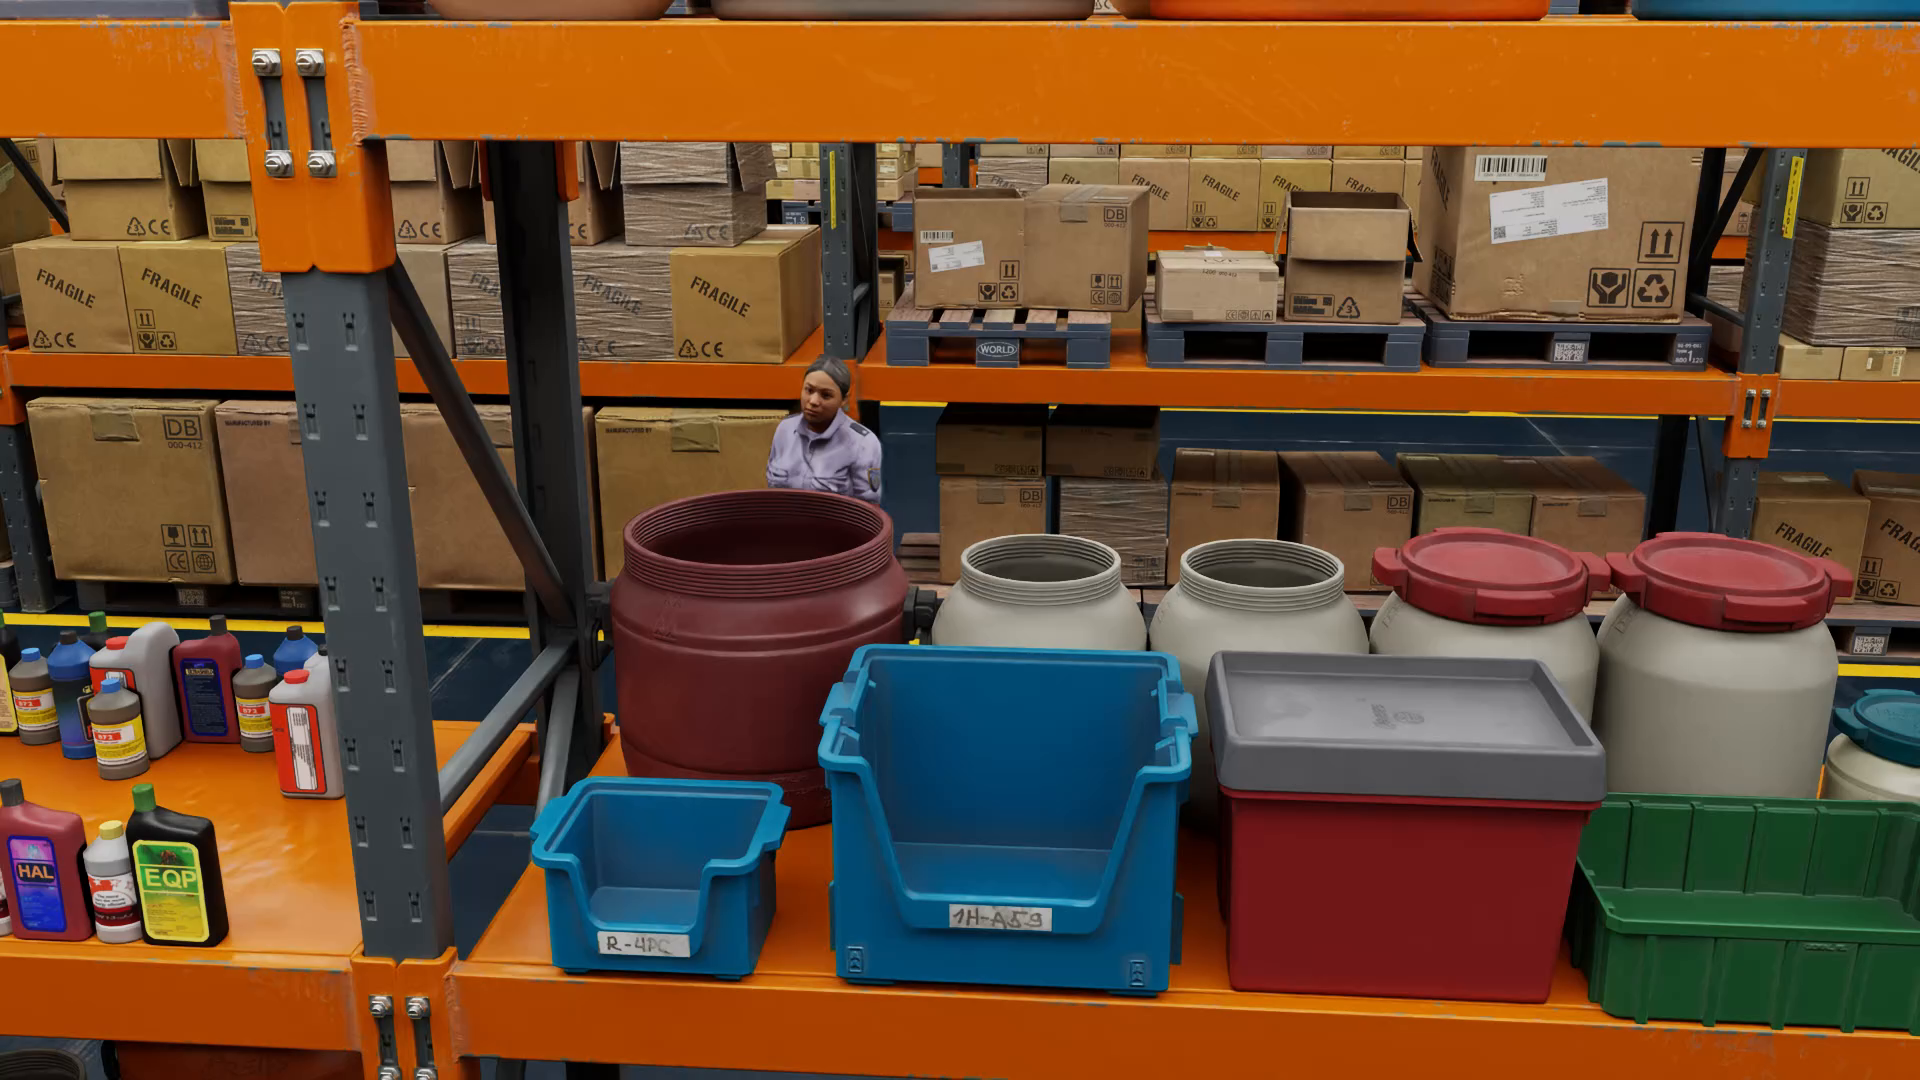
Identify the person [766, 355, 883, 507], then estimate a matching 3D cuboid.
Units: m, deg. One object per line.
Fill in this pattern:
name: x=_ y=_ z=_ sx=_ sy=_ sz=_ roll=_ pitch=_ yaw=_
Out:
person: x=-0.471 y=0.085 z=6.264 sx=0.565 sy=1.626 sz=0.534 roll=12 pitch=21 yaw=34
